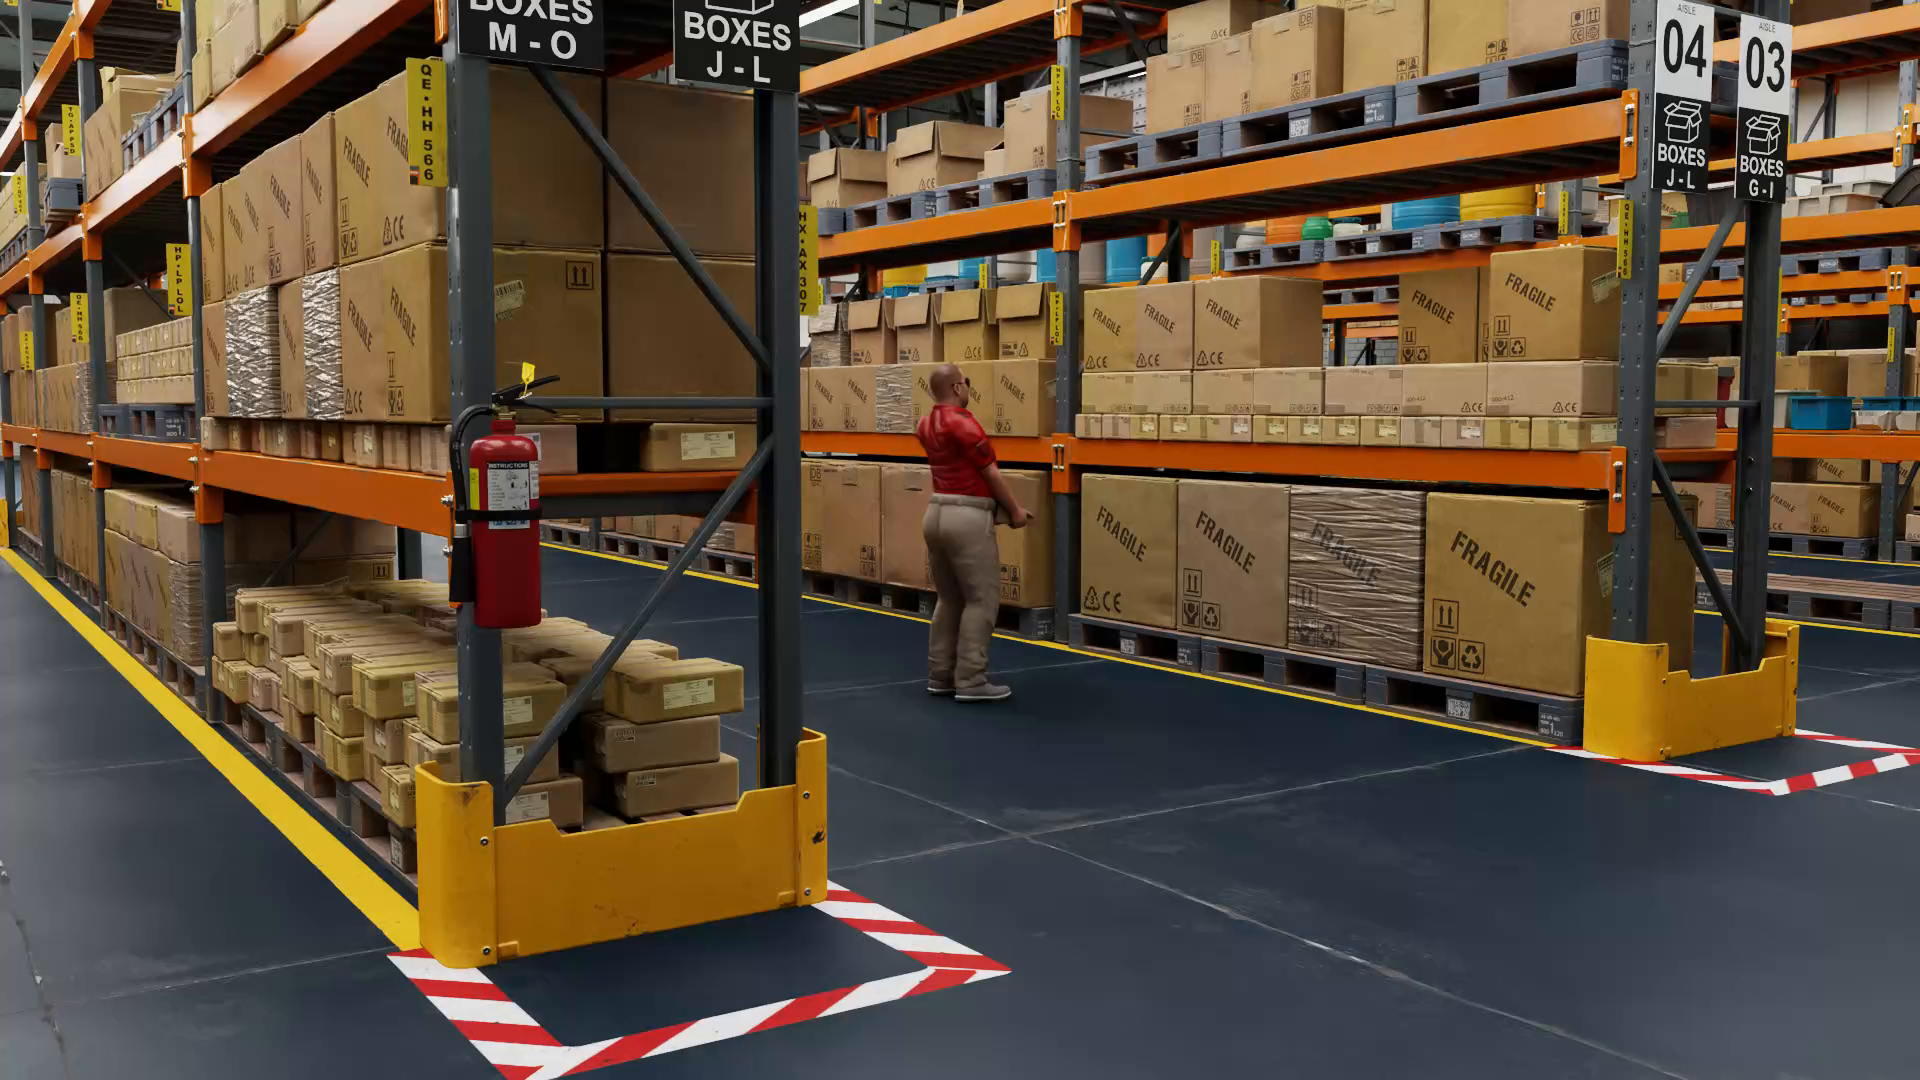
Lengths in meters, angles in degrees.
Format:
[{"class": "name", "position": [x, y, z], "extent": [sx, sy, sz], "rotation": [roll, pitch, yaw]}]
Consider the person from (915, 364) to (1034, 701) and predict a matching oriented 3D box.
[{"class": "person", "position": [0.078, -0.049, 8.596], "extent": [0.537, 1.712, 0.493], "rotation": [-3, 6, -34]}]
